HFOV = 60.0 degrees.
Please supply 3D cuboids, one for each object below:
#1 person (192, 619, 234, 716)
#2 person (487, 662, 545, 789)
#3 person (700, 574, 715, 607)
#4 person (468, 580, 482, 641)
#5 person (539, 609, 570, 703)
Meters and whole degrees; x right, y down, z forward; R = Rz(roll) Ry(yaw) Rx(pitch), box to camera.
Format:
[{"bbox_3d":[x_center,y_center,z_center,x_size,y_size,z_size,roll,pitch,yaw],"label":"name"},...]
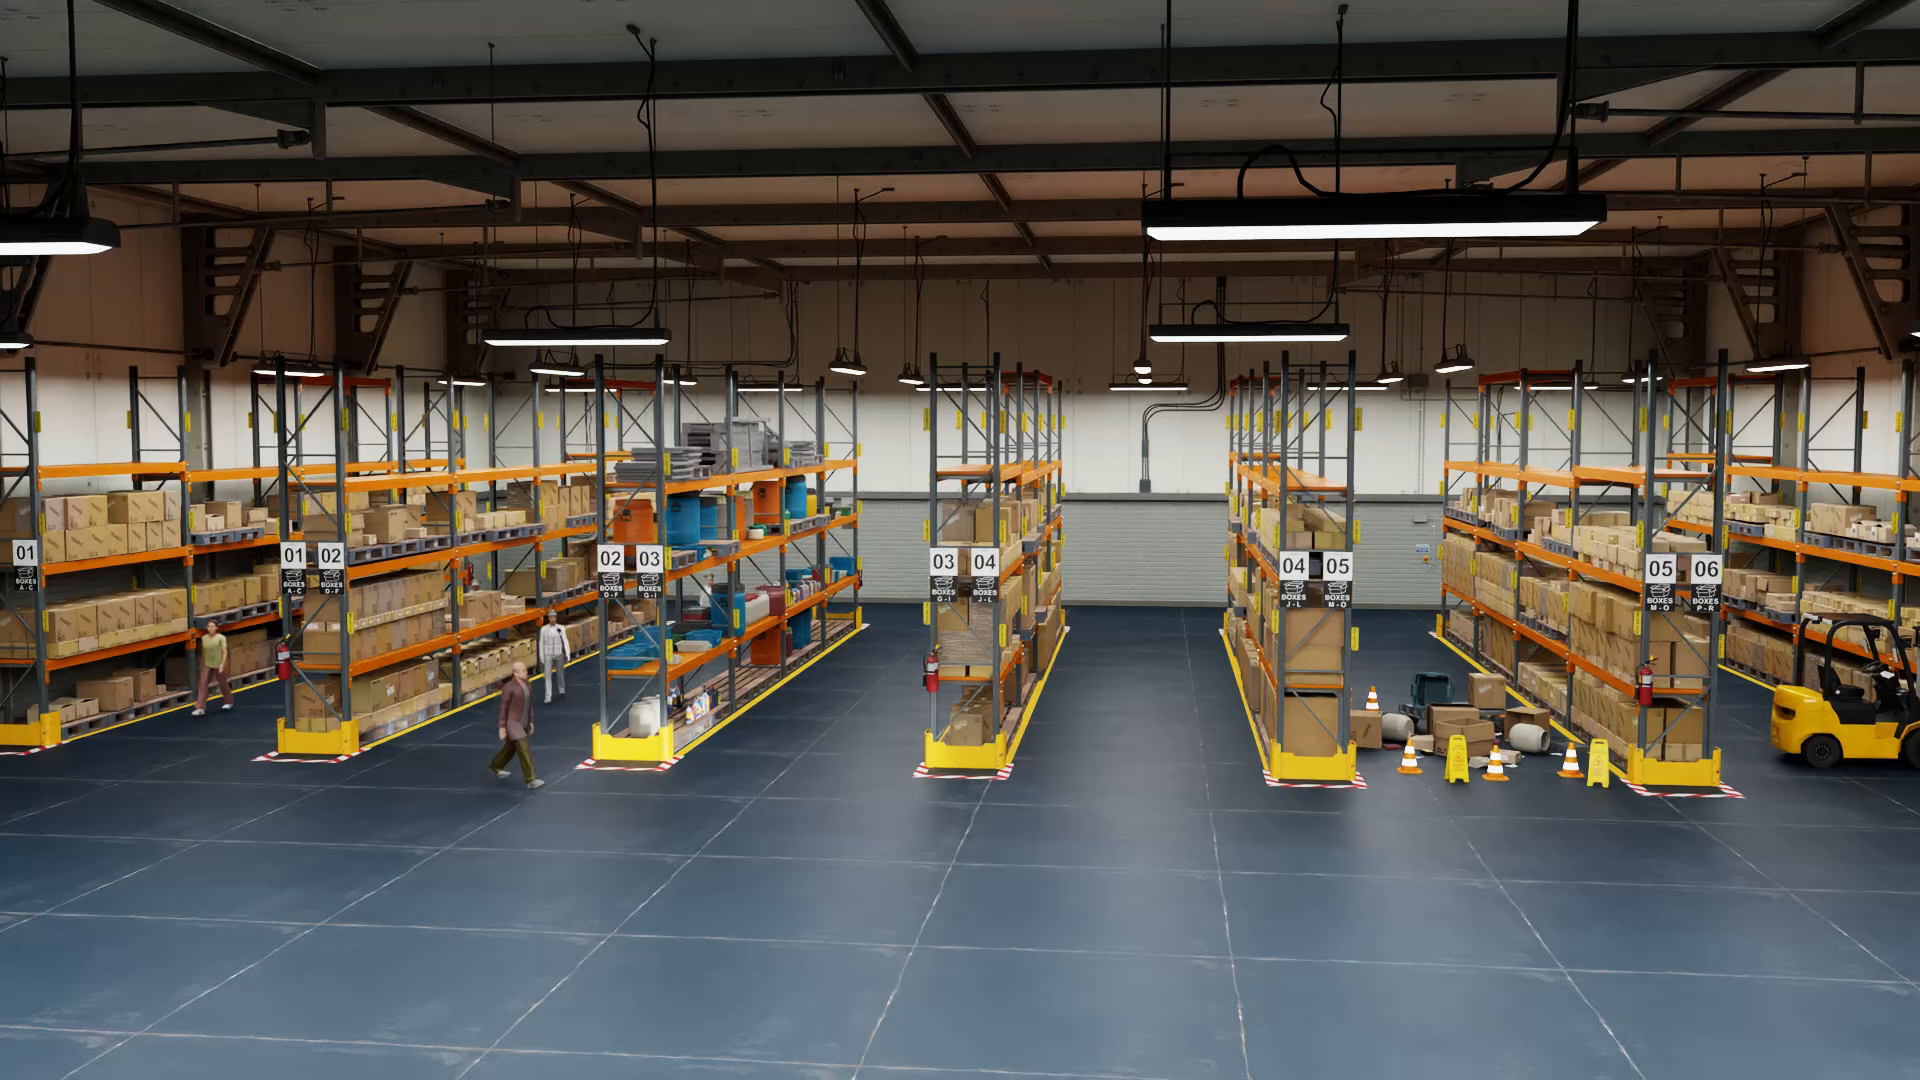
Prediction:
[{"bbox_3d":[-12.817,2.161,28.505,0.502,1.604,1.056,0,4,4],"label":"person"},{"bbox_3d":[-6.108,2.527,22.897,1.211,1.717,0.607,2,5,27],"label":"person"},{"bbox_3d":[-5.561,1.555,36.945,0.558,1.619,1.023,1,4,7],"label":"person"},{"bbox_3d":[-10.410,1.652,35.663,0.447,1.624,1.051,0,4,5],"label":"person"},{"bbox_3d":[-7.281,2.048,29.868,0.569,1.635,1.022,-1,4,-8],"label":"person"}]
